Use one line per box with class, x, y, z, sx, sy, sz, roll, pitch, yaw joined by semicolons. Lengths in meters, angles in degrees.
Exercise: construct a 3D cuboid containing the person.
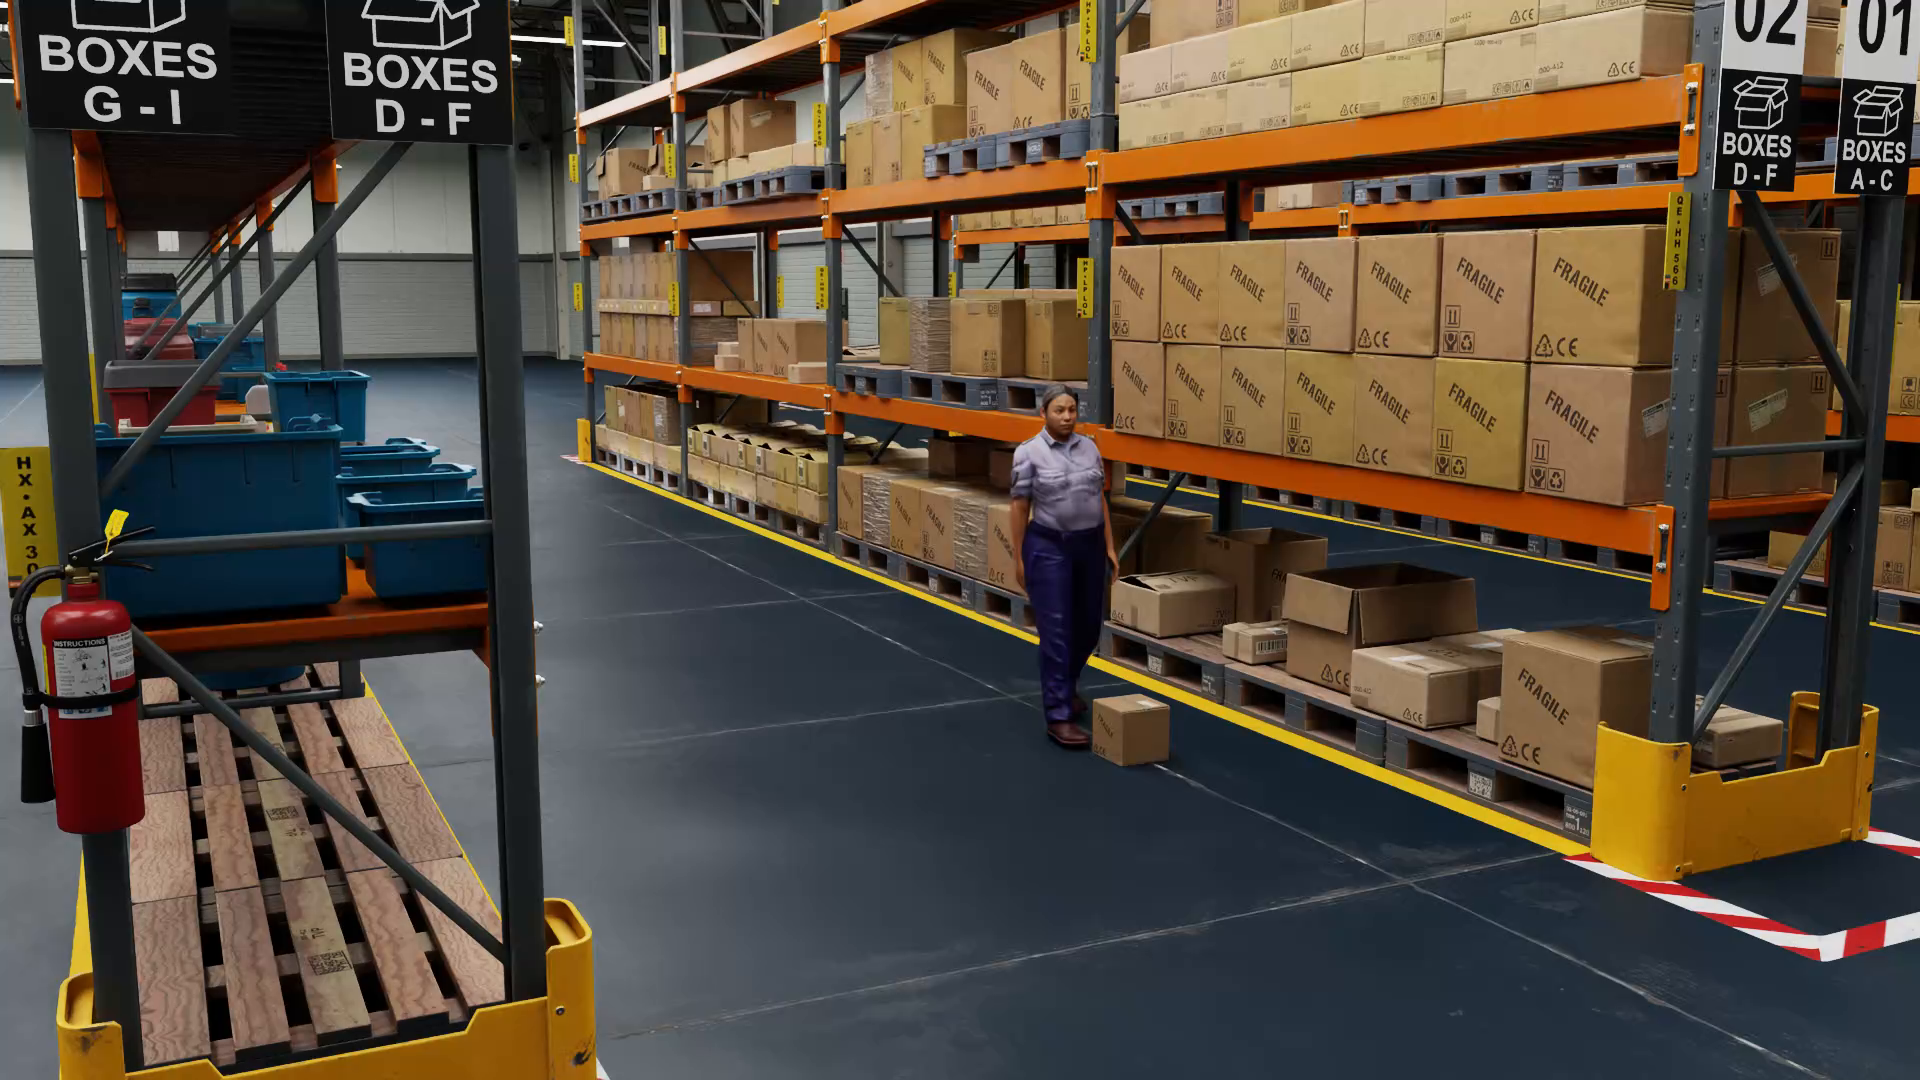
person;0.510;0.081;7.808;0.493;1.626;0.764;-4;10;-27
